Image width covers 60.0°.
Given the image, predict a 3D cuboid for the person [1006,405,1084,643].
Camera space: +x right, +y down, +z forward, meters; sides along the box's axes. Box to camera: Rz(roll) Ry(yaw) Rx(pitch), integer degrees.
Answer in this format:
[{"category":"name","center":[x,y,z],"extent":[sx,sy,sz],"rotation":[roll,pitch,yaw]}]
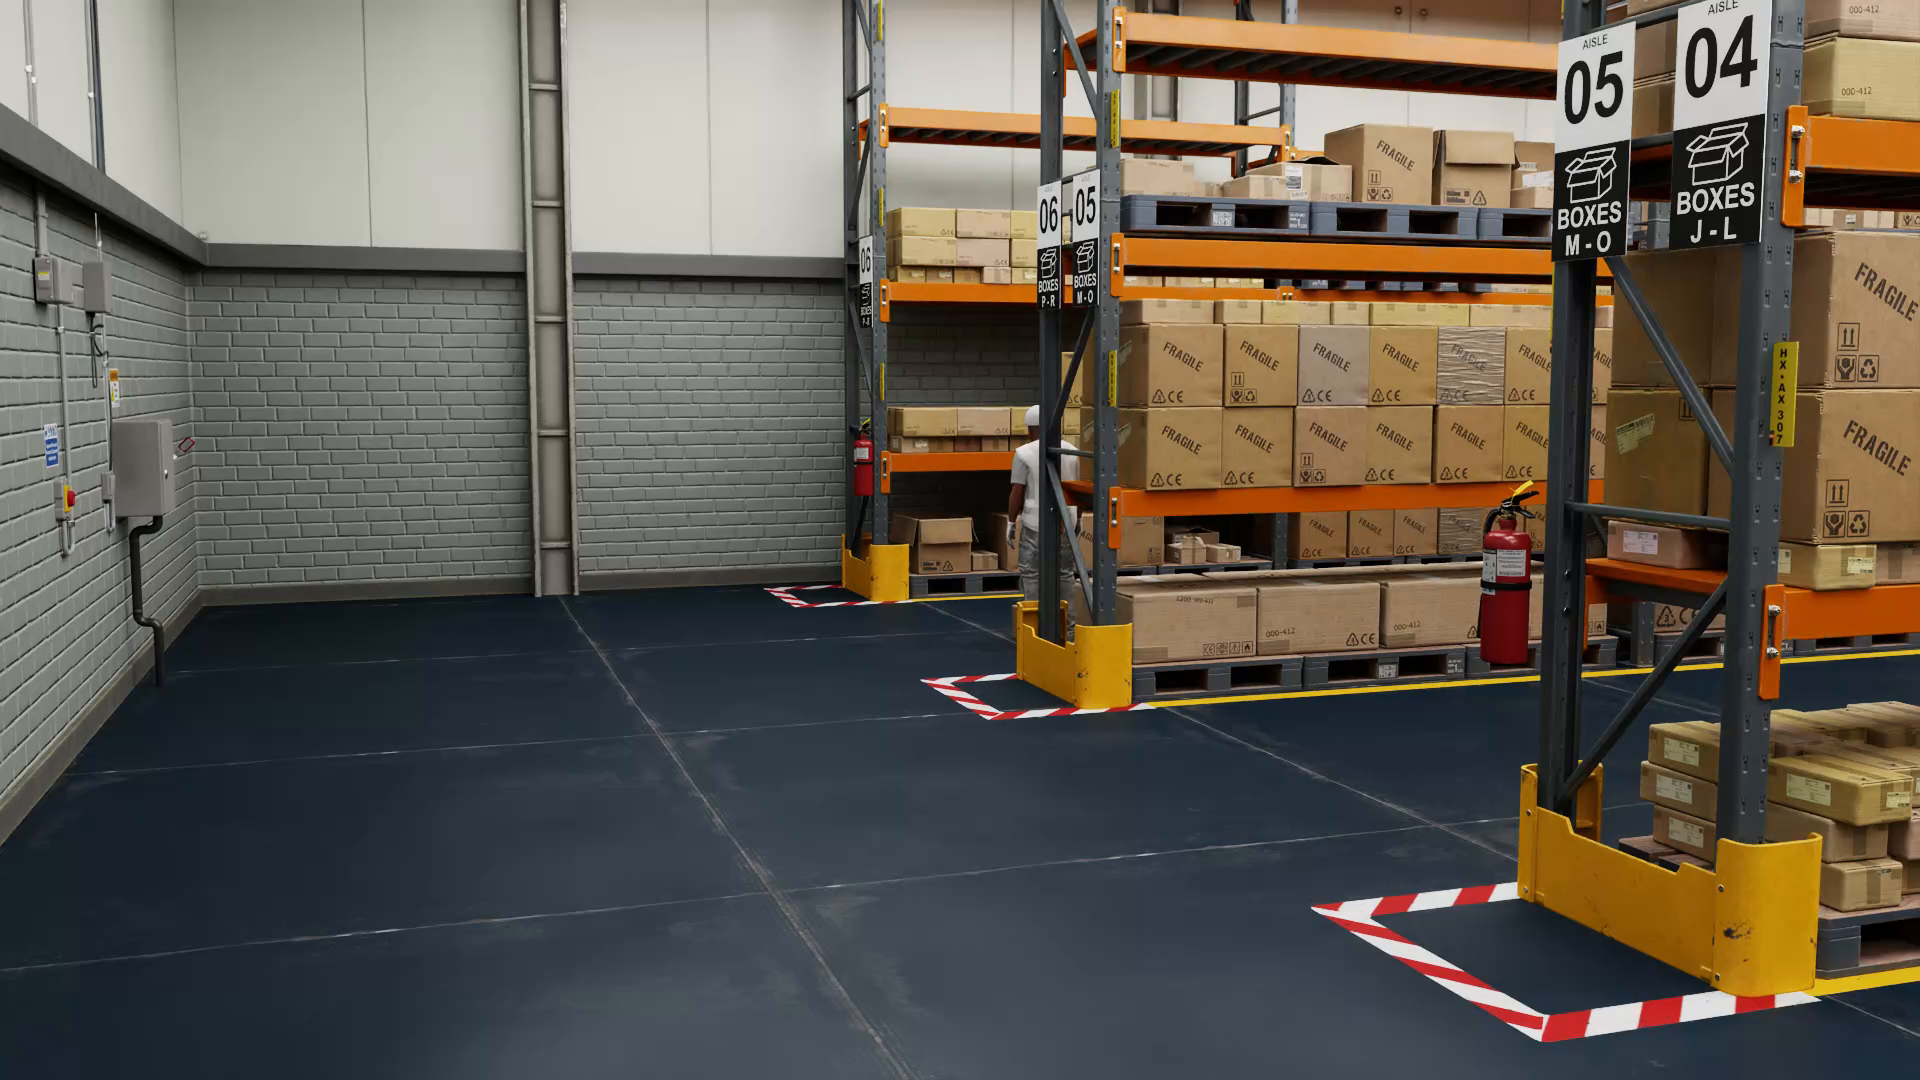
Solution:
[{"category":"person","center":[0.630,-0.108,12.301],"extent":[0.627,1.774,0.449],"rotation":[-2,6,-22]}]
